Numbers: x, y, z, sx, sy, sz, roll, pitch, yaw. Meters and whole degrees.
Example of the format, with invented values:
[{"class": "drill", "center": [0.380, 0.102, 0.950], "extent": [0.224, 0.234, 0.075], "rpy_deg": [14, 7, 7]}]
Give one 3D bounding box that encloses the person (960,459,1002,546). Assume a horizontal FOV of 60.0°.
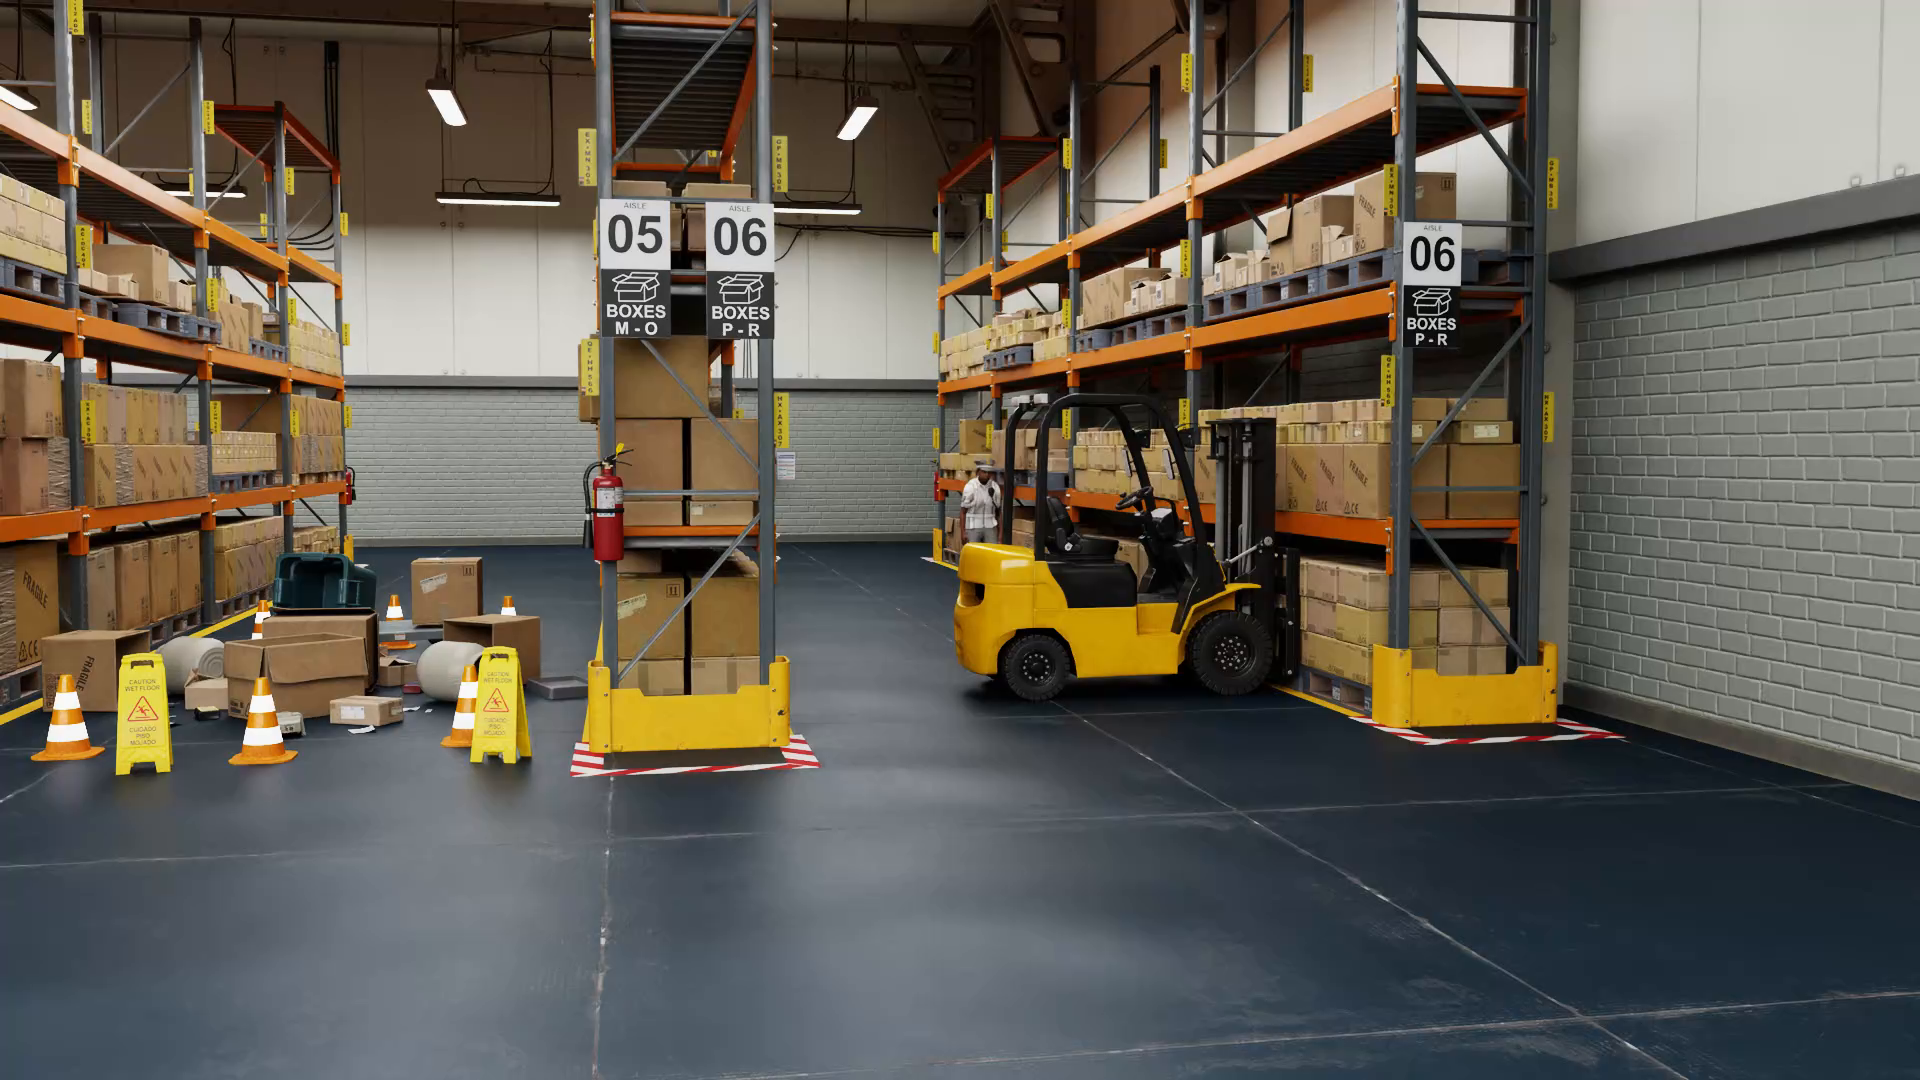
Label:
[{"class": "person", "center": [0.235, -0.067, 18.359], "extent": [0.507, 1.660, 0.415], "rpy_deg": [-1, 3, -16]}]
